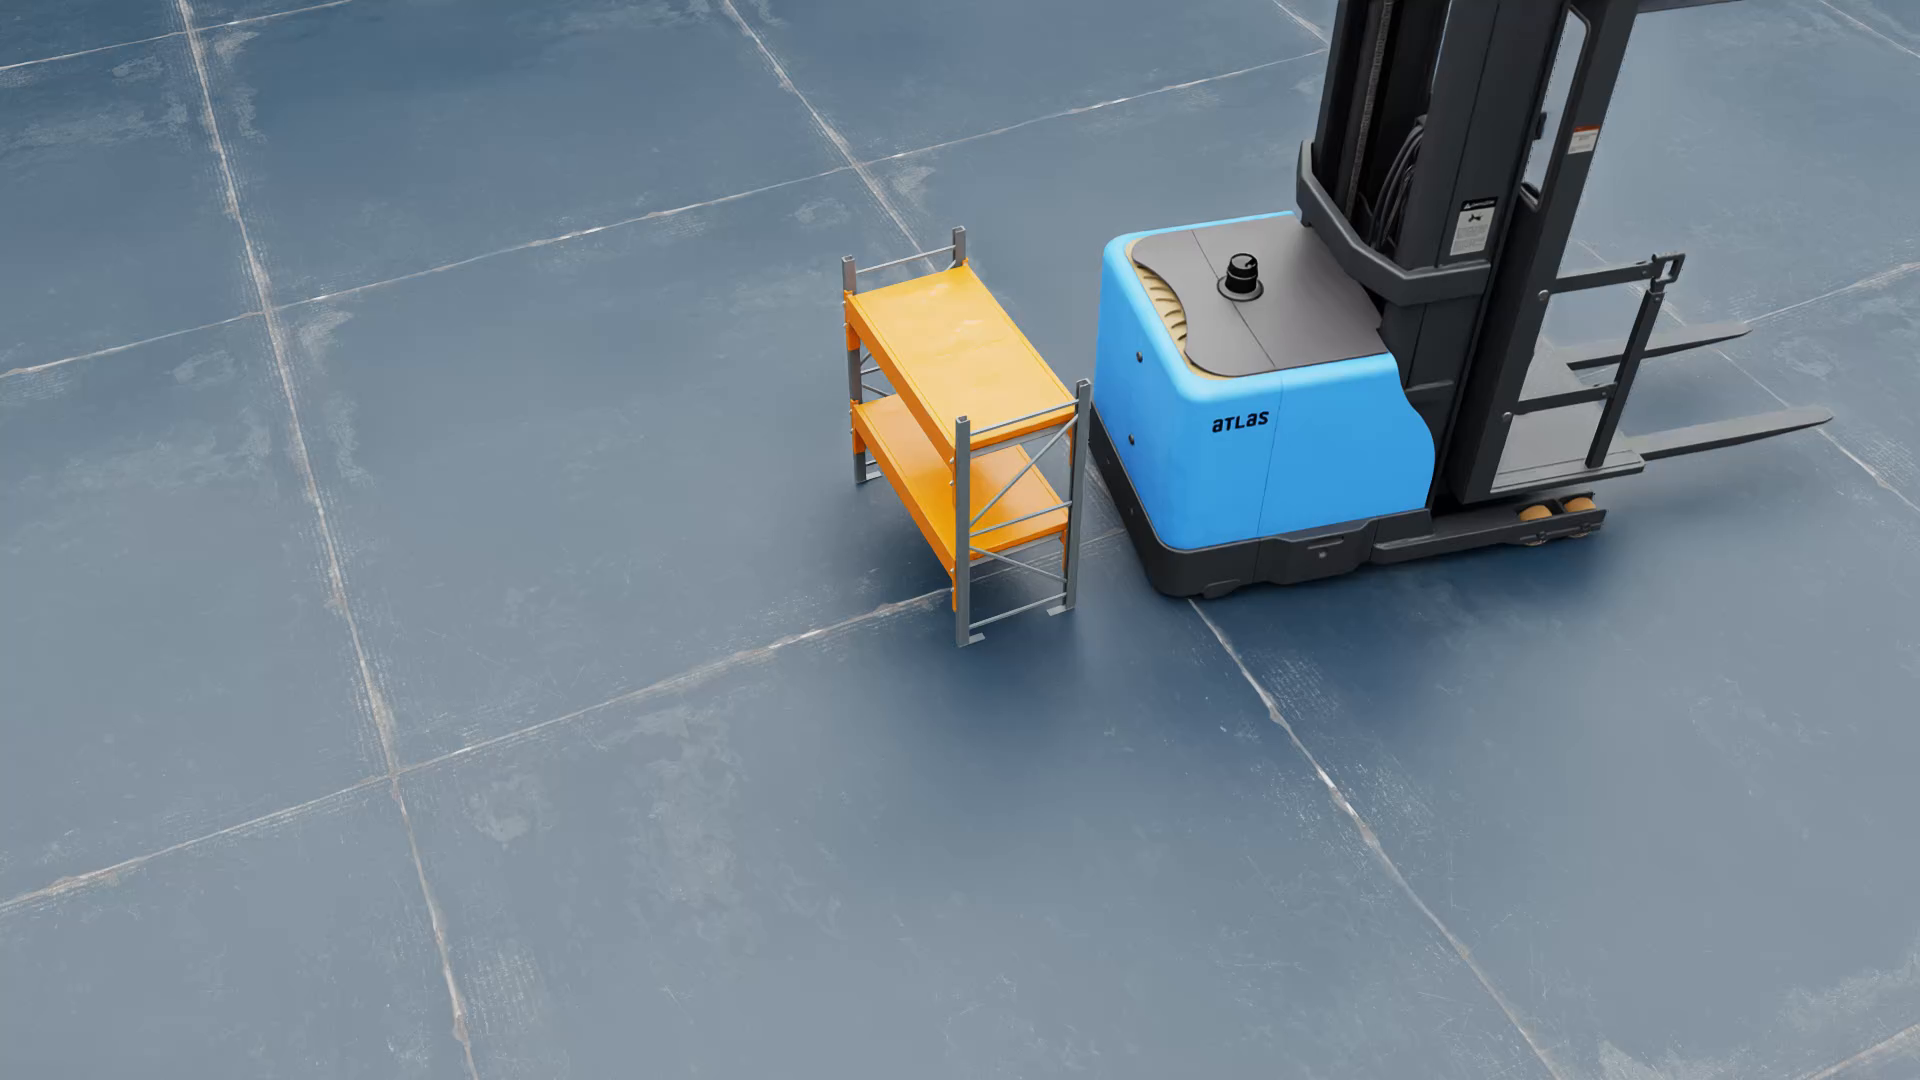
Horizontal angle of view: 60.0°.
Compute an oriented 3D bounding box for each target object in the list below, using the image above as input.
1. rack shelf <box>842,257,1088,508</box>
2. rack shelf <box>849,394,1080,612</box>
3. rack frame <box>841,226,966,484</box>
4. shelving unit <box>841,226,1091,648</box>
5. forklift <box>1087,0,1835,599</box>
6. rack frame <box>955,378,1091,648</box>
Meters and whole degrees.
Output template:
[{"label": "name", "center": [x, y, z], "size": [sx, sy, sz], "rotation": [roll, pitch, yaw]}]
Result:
[{"label": "rack shelf", "center": [0.003, -0.604, 6.145], "size": [0.538, 0.278, 1.000], "rotation": [-18, 47, -17]}, {"label": "rack shelf", "center": [0.003, -0.222, 6.522], "size": [0.538, 0.278, 1.000], "rotation": [-18, 47, -17]}, {"label": "rack frame", "center": [-0.211, -0.720, 6.679], "size": [0.500, 1.125, 0.032], "rotation": [-18, 47, -17]}, {"label": "shelving unit", "center": [0.003, -0.396, 6.351], "size": [0.538, 1.125, 1.048], "rotation": [-18, 47, -17]}, {"label": "forklift", "center": [2.113, -1.372, 6.054], "size": [3.031, 2.935, 1.130], "rotation": [-10, 45, -10]}, {"label": "rack frame", "center": [0.217, -0.072, 6.022], "size": [0.500, 1.125, 0.032], "rotation": [-18, 47, -17]}]
